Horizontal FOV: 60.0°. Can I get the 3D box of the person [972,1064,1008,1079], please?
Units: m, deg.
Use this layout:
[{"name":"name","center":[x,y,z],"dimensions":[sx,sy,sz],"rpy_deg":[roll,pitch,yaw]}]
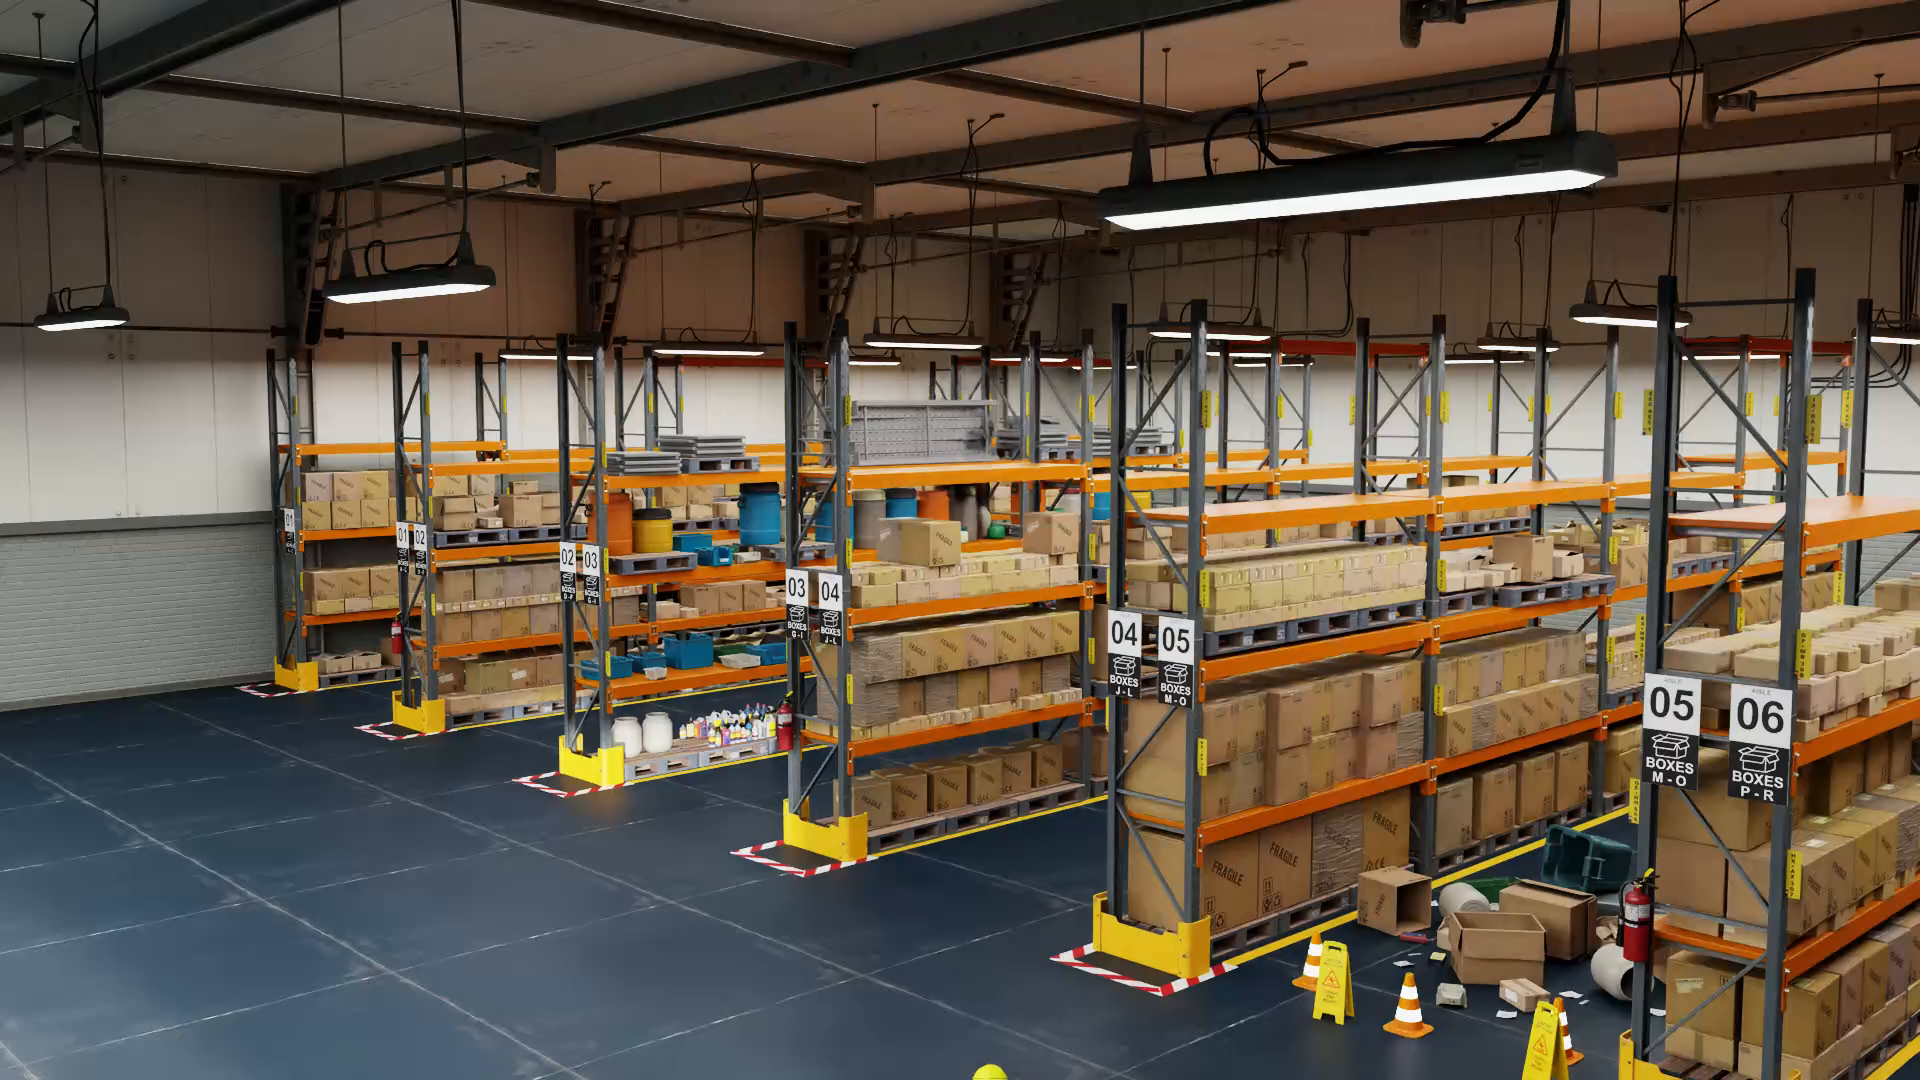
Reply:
[{"name":"person","center":[0.174,3.560,8.659],"dimensions":[0.706,1.756,0.803],"rpy_deg":[0,5,3]}]
